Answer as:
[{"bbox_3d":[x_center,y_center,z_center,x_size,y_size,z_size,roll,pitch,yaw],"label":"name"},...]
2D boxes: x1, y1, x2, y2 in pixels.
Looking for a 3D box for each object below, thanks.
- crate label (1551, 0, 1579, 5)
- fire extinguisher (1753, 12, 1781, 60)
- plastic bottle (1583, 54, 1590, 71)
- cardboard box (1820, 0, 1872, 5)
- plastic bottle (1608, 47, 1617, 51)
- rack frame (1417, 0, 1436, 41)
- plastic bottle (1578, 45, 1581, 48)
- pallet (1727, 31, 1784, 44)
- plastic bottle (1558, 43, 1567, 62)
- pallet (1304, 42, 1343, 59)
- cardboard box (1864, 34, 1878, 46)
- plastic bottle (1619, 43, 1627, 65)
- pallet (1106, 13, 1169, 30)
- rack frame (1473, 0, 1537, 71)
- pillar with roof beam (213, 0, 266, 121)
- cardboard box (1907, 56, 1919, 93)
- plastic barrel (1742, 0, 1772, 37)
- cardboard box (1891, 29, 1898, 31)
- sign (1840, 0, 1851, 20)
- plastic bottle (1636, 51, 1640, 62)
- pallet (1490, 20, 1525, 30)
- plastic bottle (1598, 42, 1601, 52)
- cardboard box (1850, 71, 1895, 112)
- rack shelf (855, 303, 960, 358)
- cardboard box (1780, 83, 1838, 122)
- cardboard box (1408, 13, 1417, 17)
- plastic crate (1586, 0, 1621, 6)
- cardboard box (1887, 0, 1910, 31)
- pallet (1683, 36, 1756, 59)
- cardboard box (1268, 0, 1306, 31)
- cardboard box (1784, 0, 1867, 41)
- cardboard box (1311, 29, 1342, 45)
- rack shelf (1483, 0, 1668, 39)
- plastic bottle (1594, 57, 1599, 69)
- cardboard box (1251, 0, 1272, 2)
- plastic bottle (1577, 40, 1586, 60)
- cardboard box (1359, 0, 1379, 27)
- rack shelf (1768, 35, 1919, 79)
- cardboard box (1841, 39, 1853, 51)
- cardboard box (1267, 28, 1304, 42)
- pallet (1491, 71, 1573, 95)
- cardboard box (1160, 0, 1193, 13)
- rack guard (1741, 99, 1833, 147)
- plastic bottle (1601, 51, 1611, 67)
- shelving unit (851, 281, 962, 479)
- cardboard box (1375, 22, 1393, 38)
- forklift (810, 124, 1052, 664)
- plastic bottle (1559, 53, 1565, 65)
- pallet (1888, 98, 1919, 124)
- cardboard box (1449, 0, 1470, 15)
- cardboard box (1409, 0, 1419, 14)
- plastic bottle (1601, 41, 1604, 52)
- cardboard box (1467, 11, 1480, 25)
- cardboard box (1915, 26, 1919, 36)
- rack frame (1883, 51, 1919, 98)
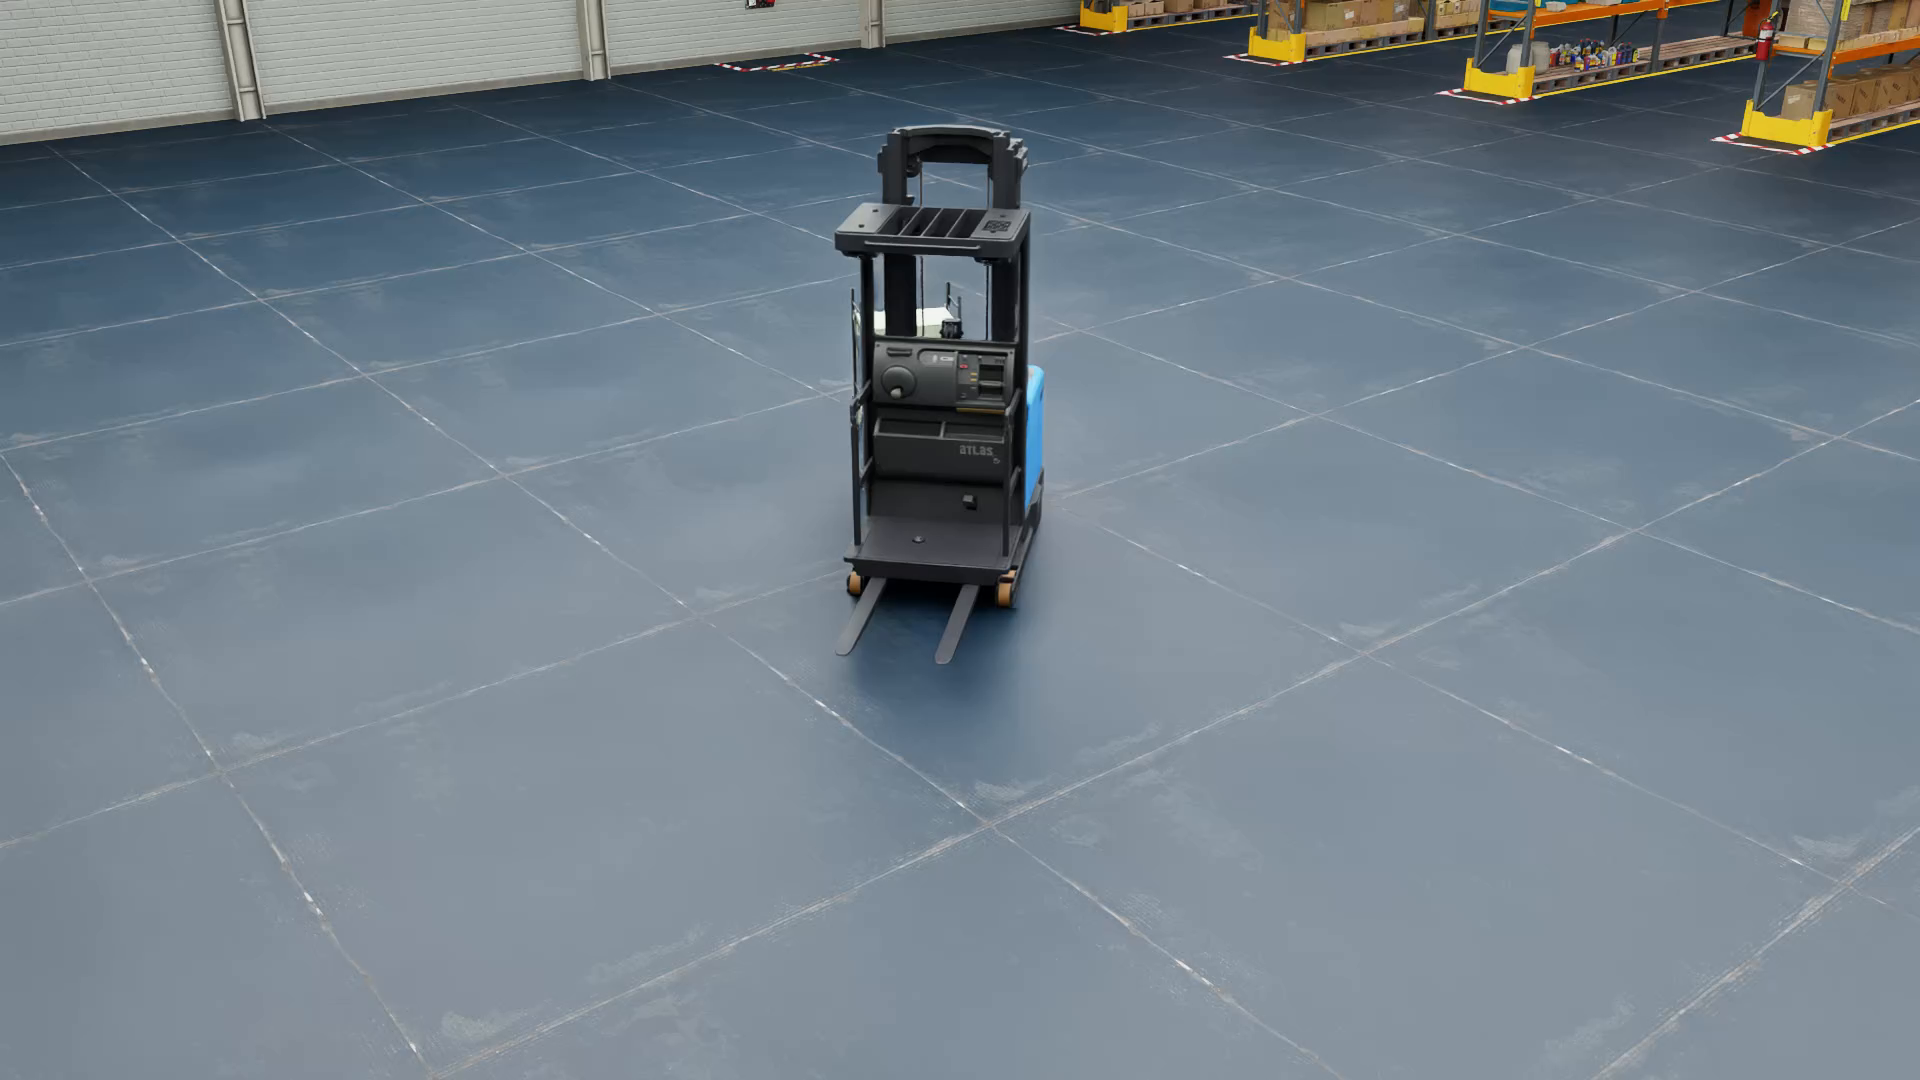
[{"bbox_3d":[10.373,-9.508,28.760,0.616,0.435,0.502,-18,31,-34],"label":"crate label"},{"bbox_3d":[11.774,-7.372,24.290,0.183,0.674,0.296,-18,31,-34],"label":"fire extinguisher"},{"bbox_3d":[10.900,-8.313,28.929,0.133,0.283,0.061,-18,30,-33],"label":"plastic bottle"},{"bbox_3d":[12.749,-7.970,23.828,0.500,0.500,0.500,-18,31,-34],"label":"cardboard box"},{"bbox_3d":[11.648,-8.658,29.682,0.135,0.276,0.152,-18,31,-34],"label":"plastic bottle"},{"bbox_3d":[9.186,-11.606,33.321,0.127,3.000,1.000,-18,31,-34],"label":"rack frame"},{"bbox_3d":[11.107,-8.754,29.894,0.097,0.271,0.097,0,25,0],"label":"plastic bottle"},{"bbox_3d":[15.982,-9.956,33.080,1.213,0.211,1.003,-18,31,-34],"label":"pallet"},{"bbox_3d":[10.719,-8.682,29.644,0.185,0.351,0.144,-17,30,-32],"label":"plastic bottle"},{"bbox_3d":[6.614,-9.514,32.127,1.213,0.211,1.003,-18,31,-34],"label":"pallet"},{"bbox_3d":[13.319,-7.418,24.596,0.250,0.149,0.380,-18,31,-34],"label":"cardboard box"},{"bbox_3d":[11.760,-8.649,29.574,0.185,0.351,0.144,-20,32,-37],"label":"plastic bottle"},{"bbox_3d":[3.700,-11.161,35.674,1.213,0.211,1.003,-18,31,-34],"label":"pallet"},{"bbox_3d":[9.092,-8.925,27.544,0.127,3.000,1.000,-18,31,-34],"label":"rack frame"},{"bbox_3d":[-8.512,-9.294,21.214,0.400,9.000,9.100,-18,31,-34],"label":"pillar with roof beam"},{"bbox_3d":[15.792,-7.541,27.009,0.500,0.500,0.700,-21,32,-38],"label":"cardboard box"},{"bbox_3d":[15.762,-10.342,32.676,0.708,0.830,0.600,-18,31,-34],"label":"plastic barrel"},{"bbox_3d":[13.875,-7.631,25.056,0.250,0.149,0.380,-18,31,-34],"label":"cardboard box"},{"bbox_3d":[12.483,-7.497,23.439,0.005,0.325,0.100,-18,31,-34],"label":"sign"},{"bbox_3d":[12.146,-8.696,29.854,0.097,0.201,0.097,0,25,0],"label":"plastic bottle"},{"bbox_3d":[11.662,-11.179,35.713,1.213,0.211,1.003,-18,31,-34],"label":"pallet"},{"bbox_3d":[11.547,-8.865,30.120,0.133,0.283,0.061,-18,31,-34],"label":"plastic bottle"},{"bbox_3d":[14.070,-6.950,25.760,0.500,0.500,0.500,-22,33,-38],"label":"cardboard box"},{"bbox_3d":[-0.399,-1.503,12.407,0.720,0.370,0.431,-6,26,-13],"label":"rack shelf"},{"bbox_3d":[12.650,-6.497,24.784,0.500,0.500,0.500,-12,28,-25],"label":"cardboard box"},{"bbox_3d":[9.333,-10.753,34.250,0.500,0.250,0.500,-19,31,-35],"label":"cardboard box"},{"bbox_3d":[11.118,-9.338,28.749,0.437,0.136,0.530,-18,31,-34],"label":"plastic crate"},{"bbox_3d":[13.738,-8.009,25.099,0.500,0.500,0.875,-18,31,-34],"label":"cardboard box"},{"bbox_3d":[14.754,-9.549,32.203,1.213,0.211,1.003,-18,31,-34],"label":"pallet"},{"bbox_3d":[6.277,-10.088,31.927,0.500,0.500,0.500,-18,31,-34],"label":"cardboard box"},{"bbox_3d":[12.598,-7.598,24.213,0.500,0.500,0.875,-18,31,-34],"label":"cardboard box"},{"bbox_3d":[6.989,-9.706,31.996,0.500,0.250,0.500,-18,31,-34],"label":"cardboard box"},{"bbox_3d":[10.666,-9.118,28.815,4.000,0.370,1.077,-18,31,-34],"label":"rack shelf"},{"bbox_3d":[11.137,-8.363,29.136,0.097,0.201,0.097,0,25,0],"label":"plastic bottle"},{"bbox_3d":[6.695,-12.508,37.712,0.500,0.500,0.700,-17,30,-32],"label":"cardboard box"},{"bbox_3d":[11.200,-8.840,29.987,0.185,0.351,0.144,-20,31,-36],"label":"plastic bottle"},{"bbox_3d":[7.780,-10.304,32.393,0.500,0.500,0.500,-18,31,-34],"label":"cardboard box"},{"bbox_3d":[13.722,-7.477,25.279,4.000,0.370,1.077,-18,31,-34],"label":"rack shelf"},{"bbox_3d":[12.728,-7.224,24.177,0.250,0.149,0.380,-18,31,-34],"label":"cardboard box"},{"bbox_3d":[6.278,-9.747,32.083,0.500,0.250,0.500,-18,31,-34],"label":"cardboard box"},{"bbox_3d":[9.765,-7.904,28.658,1.213,0.211,1.003,-18,31,-34],"label":"pallet"},{"bbox_3d":[4.635,-11.744,36.066,0.500,0.500,0.700,-21,32,-37],"label":"cardboard box"},{"bbox_3d":[12.208,-6.170,24.577,0.348,0.500,1.175,-18,31,-34],"label":"rack guard"},{"bbox_3d":[11.375,-8.490,29.321,0.135,0.276,0.152,-18,30,-33],"label":"plastic bottle"},{"bbox_3d":[-0.399,-1.149,12.571,0.755,1.500,0.431,-6,26,-13],"label":"shelving unit"},{"bbox_3d":[8.172,-10.095,32.832,0.500,0.250,0.500,-18,31,-34],"label":"cardboard box"},{"bbox_3d":[-0.191,-1.055,10.669,1.130,2.935,3.031,6,26,13],"label":"forklift"},{"bbox_3d":[10.683,-8.533,29.502,0.097,0.201,0.097,0,25,0],"label":"plastic bottle"},{"bbox_3d":[14.789,-6.872,26.433,1.213,0.211,1.003,-18,31,-34],"label":"pallet"},{"bbox_3d":[10.062,-10.956,34.023,0.500,0.311,0.500,-19,31,-35],"label":"cardboard box"},{"bbox_3d":[9.328,-11.003,34.124,0.500,0.311,0.500,-18,31,-34],"label":"cardboard box"},{"bbox_3d":[11.718,-8.988,30.399,0.097,0.271,0.097,0,25,0],"label":"plastic bottle"},{"bbox_3d":[10.465,-10.839,34.437,0.500,0.250,0.500,-19,31,-36],"label":"cardboard box"},{"bbox_3d":[14.466,-7.826,25.475,0.250,0.149,0.380,-18,31,-34],"label":"cardboard box"},{"bbox_3d":[15.296,-8.323,26.247,0.127,3.000,1.000,-18,31,-34],"label":"rack frame"}]
